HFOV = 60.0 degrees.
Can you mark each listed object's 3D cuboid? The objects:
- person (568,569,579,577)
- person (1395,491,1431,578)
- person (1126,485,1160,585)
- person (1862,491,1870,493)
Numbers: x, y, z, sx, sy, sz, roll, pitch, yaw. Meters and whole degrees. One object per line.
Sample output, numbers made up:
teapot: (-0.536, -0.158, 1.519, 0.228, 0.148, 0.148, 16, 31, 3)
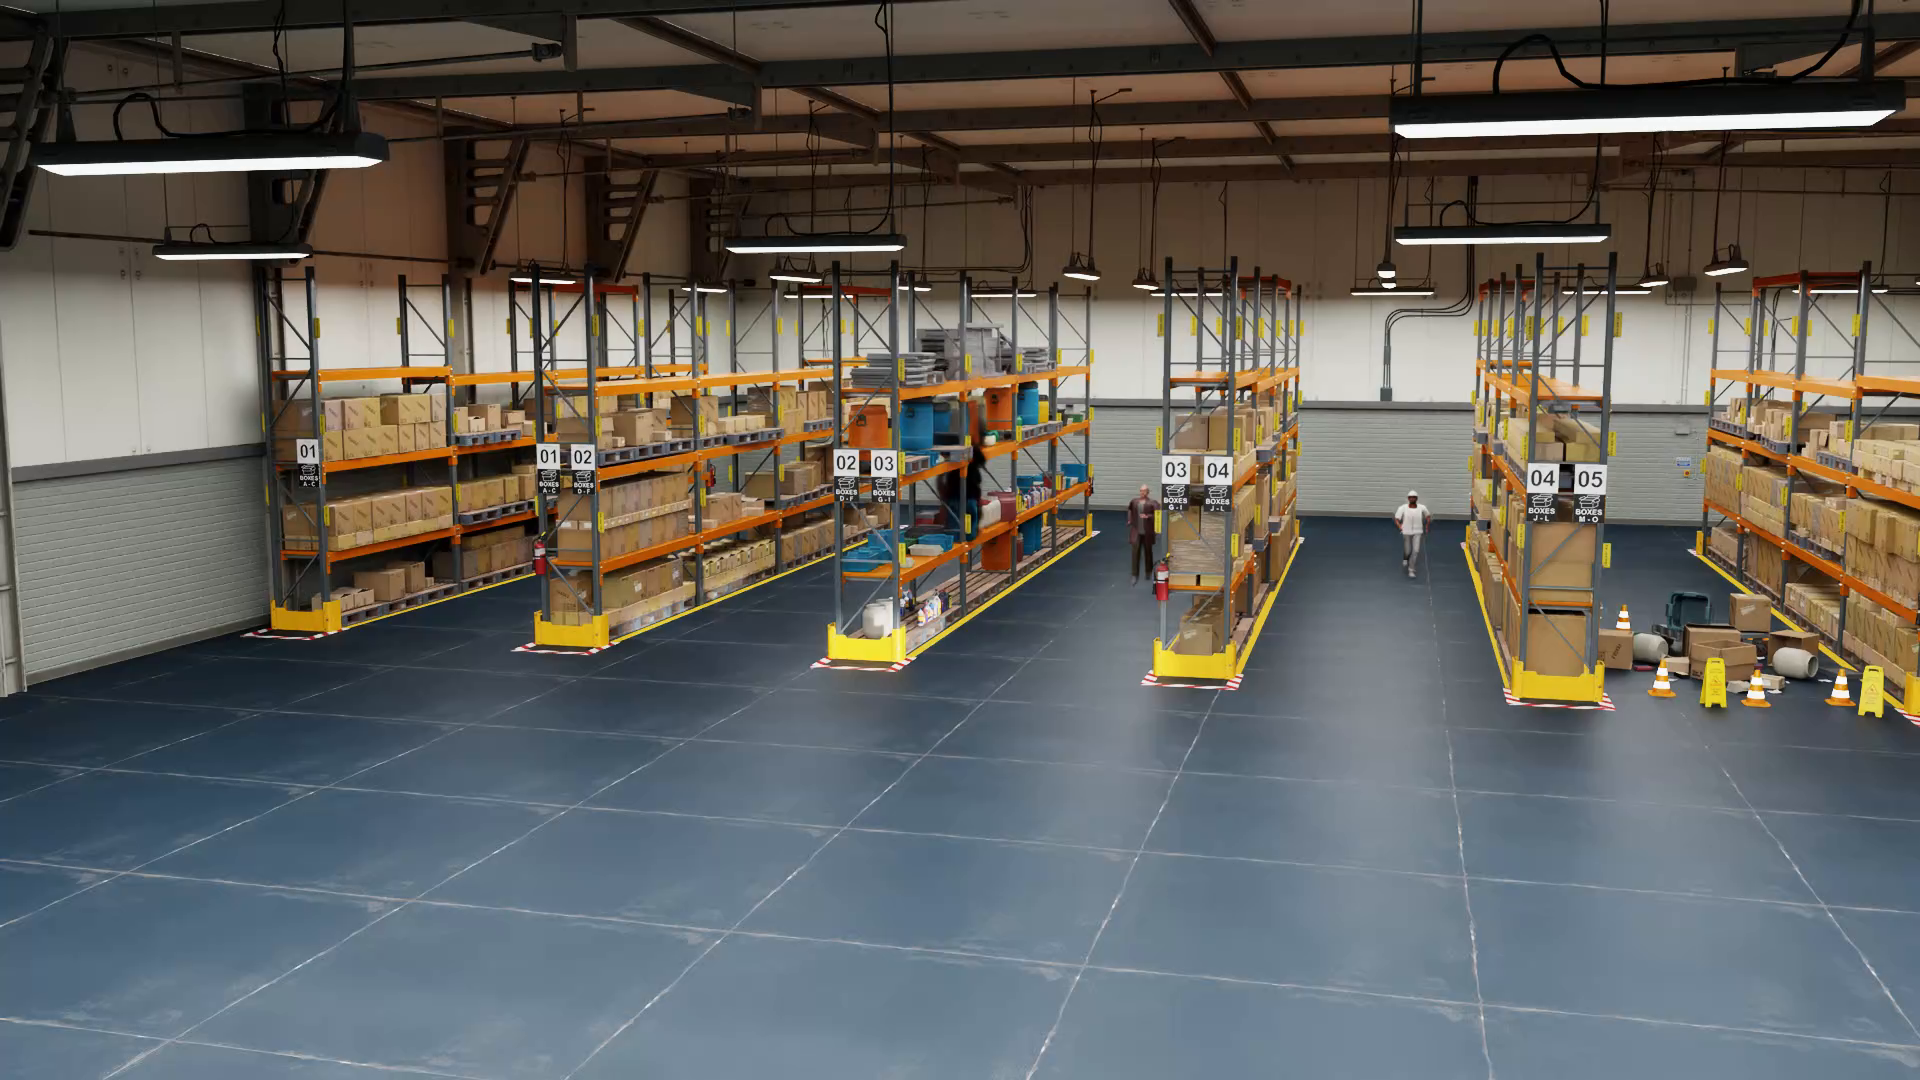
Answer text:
person: (-6.870, 0.278, 30.190, 0.657, 1.795, 0.956, 2, 8, 15)
person: (9.211, -0.133, 33.840, 0.712, 1.745, 0.870, 2, 7, 12)
person: (3.413, -0.120, 31.045, 0.684, 1.829, 0.876, 2, 8, 17)
person: (18.435, -0.141, 33.945, 0.644, 1.742, 0.738, 0, 7, -2)
